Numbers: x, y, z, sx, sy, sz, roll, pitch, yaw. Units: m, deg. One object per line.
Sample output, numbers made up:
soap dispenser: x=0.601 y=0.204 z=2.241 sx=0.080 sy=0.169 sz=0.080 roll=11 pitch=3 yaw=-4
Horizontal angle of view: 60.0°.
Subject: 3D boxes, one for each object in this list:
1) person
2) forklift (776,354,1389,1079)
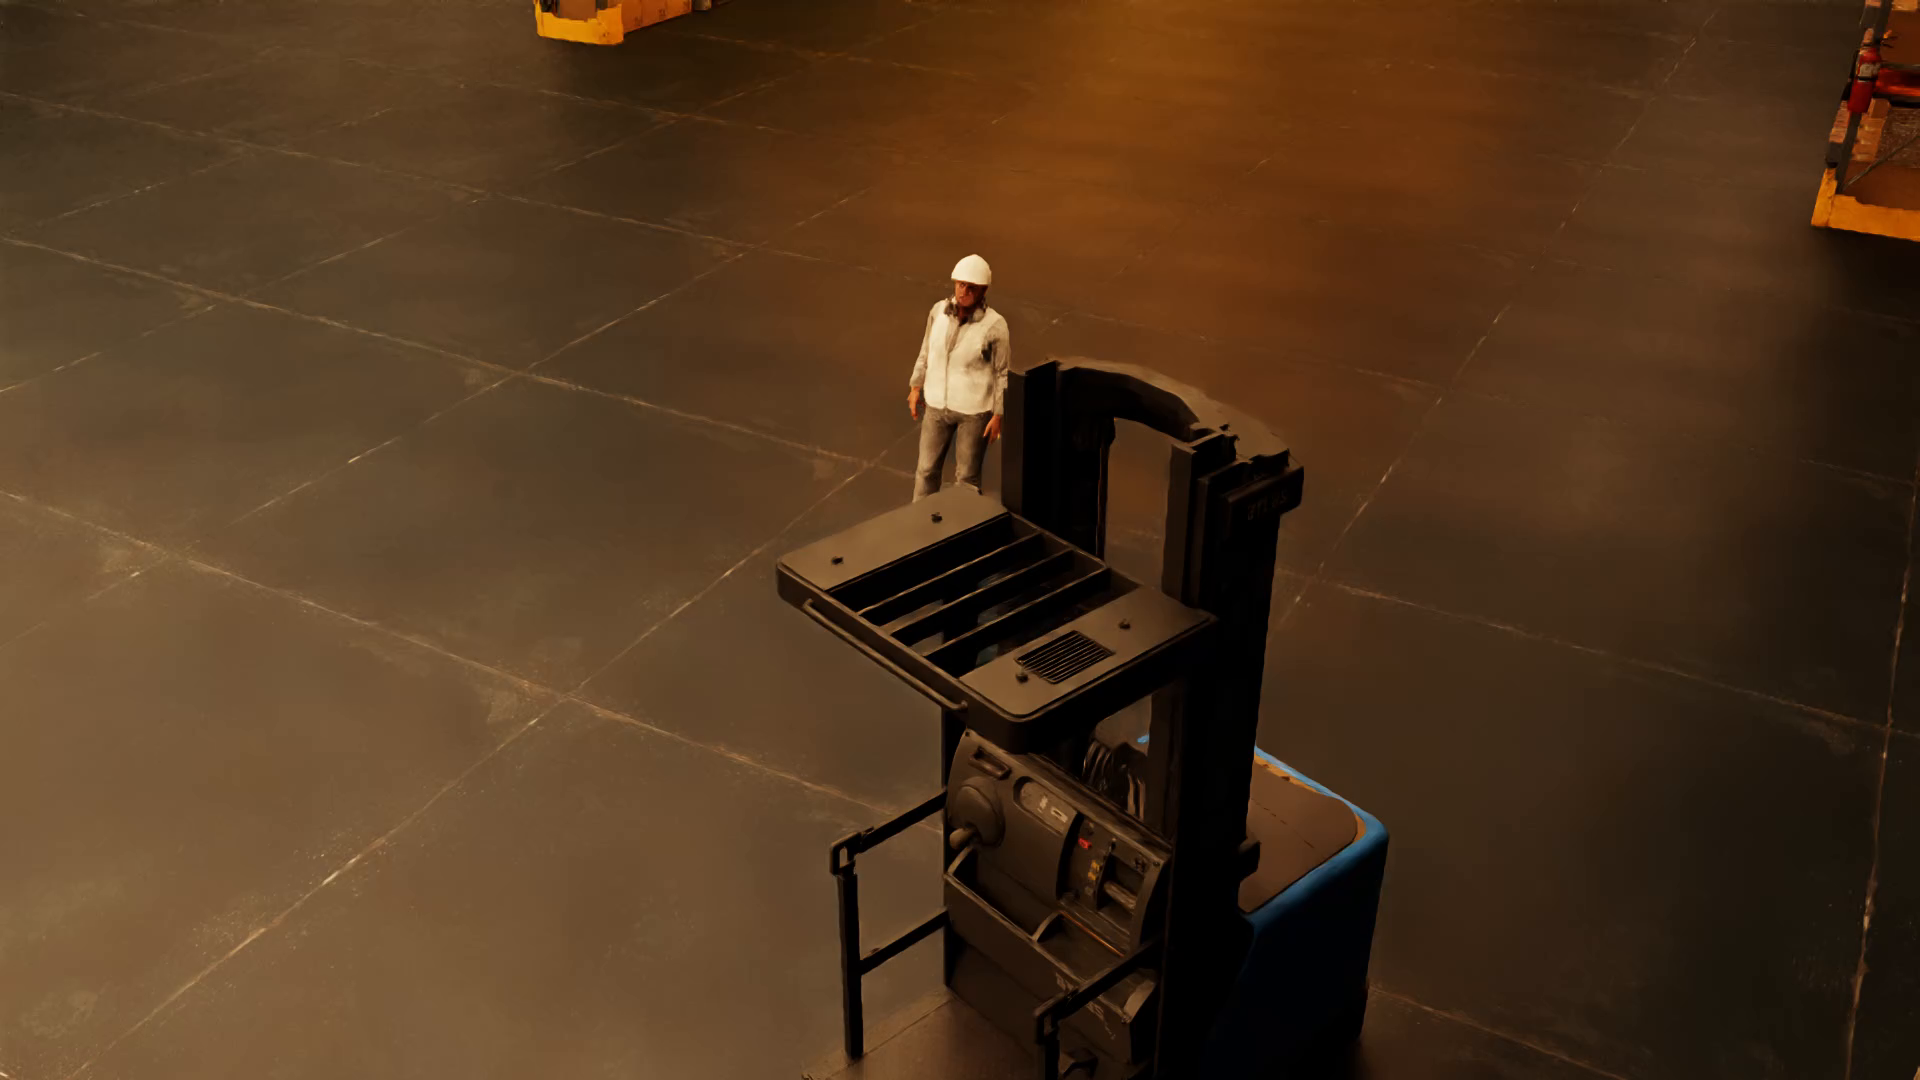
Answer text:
person: x=-0.037 y=-0.749 z=9.512 sx=0.632 sy=1.773 sz=0.567 roll=15 pitch=33 yaw=25
forklift: x=0.140 y=1.003 z=5.333 sx=3.031 sy=2.935 sz=1.130 roll=-24 pitch=37 yaw=-35
